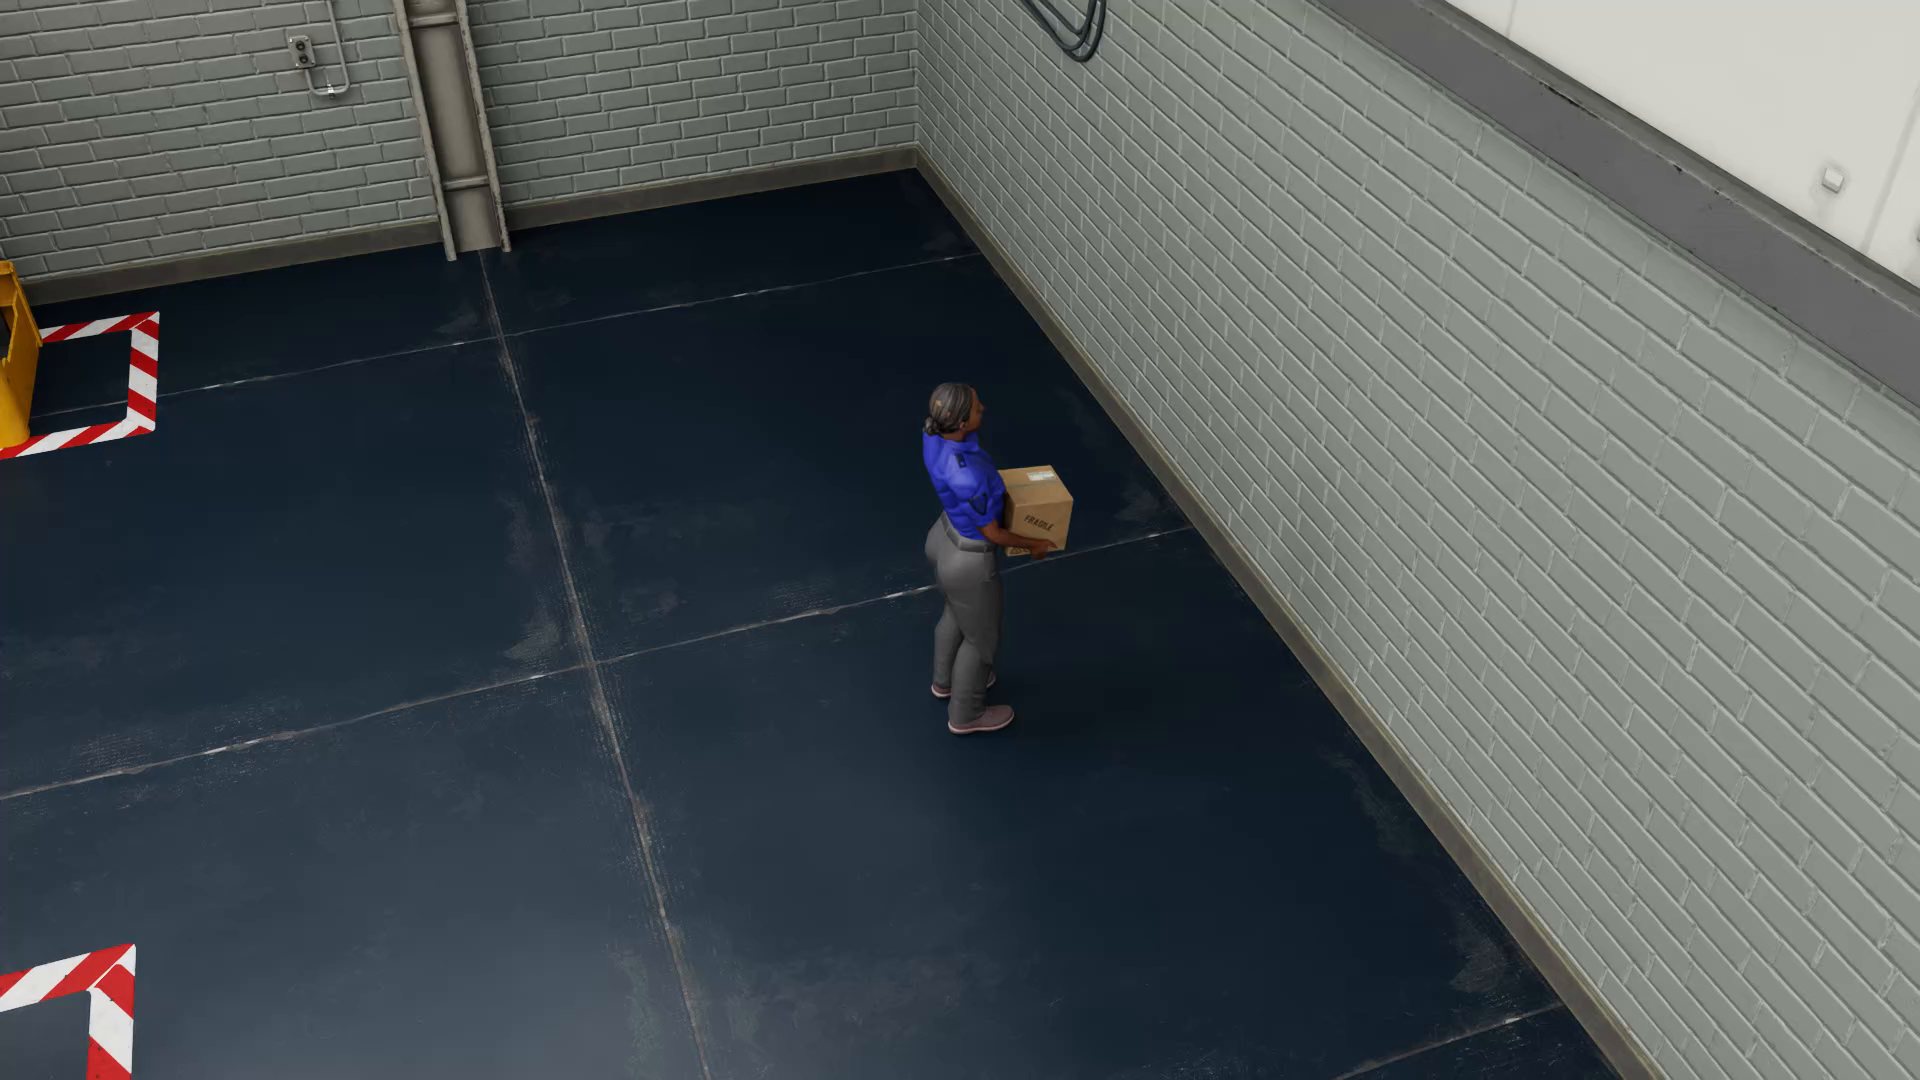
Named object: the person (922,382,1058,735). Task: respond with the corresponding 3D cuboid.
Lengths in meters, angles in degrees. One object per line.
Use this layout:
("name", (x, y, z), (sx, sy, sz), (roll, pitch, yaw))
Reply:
("person", (0.105, 0.056, 6.724), (0.512, 1.650, 0.451), (-12, 40, -15))
